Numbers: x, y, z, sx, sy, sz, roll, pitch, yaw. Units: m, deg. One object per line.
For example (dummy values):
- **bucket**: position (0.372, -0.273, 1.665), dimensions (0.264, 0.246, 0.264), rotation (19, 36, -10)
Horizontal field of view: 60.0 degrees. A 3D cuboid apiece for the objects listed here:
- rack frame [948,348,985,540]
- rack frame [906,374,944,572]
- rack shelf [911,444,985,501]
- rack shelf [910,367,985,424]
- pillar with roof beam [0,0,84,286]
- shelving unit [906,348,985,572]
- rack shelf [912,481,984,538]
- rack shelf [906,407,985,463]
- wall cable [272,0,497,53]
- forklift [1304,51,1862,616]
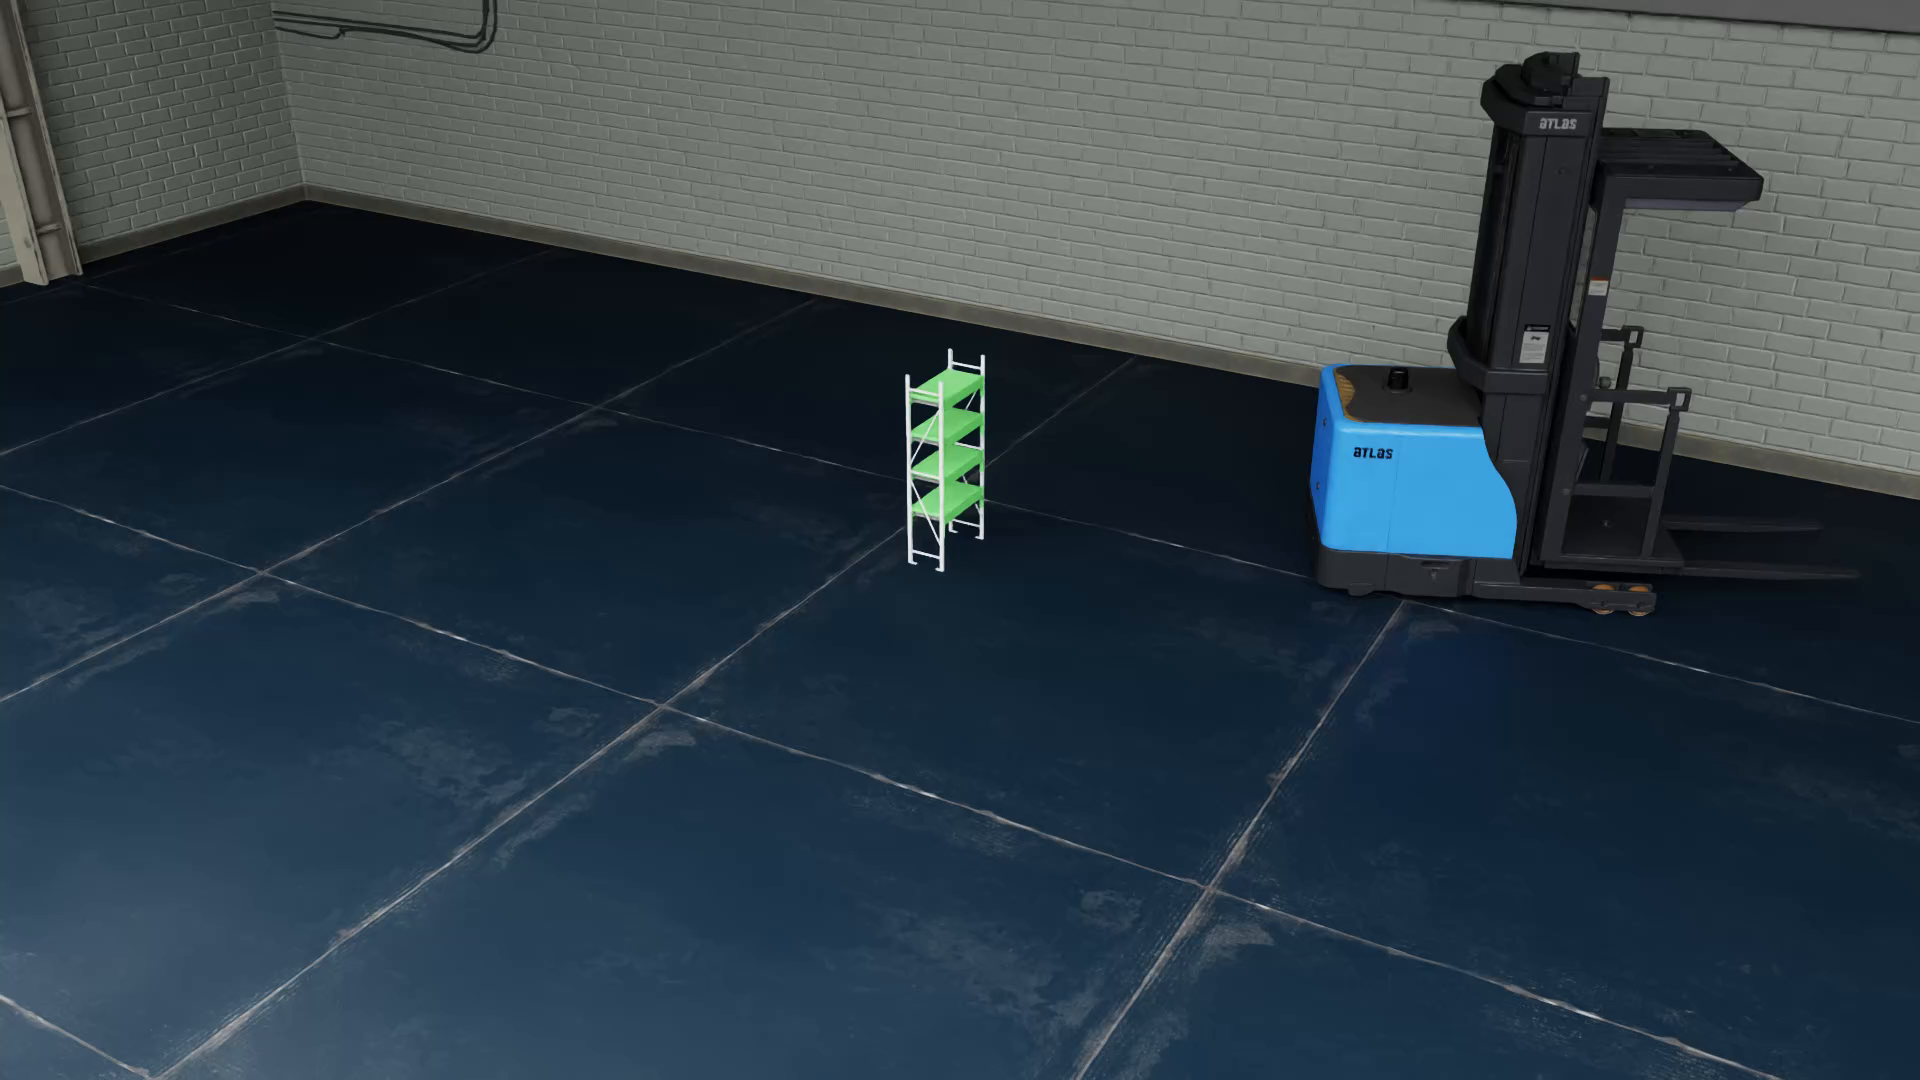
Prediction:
- **rack frame**: position (0.039, -0.567, 10.043), dimensions (0.240, 1.200, 0.015), rotation (14, 30, 26)
- **rack frame**: position (-0.201, -0.377, 9.663), dimensions (0.240, 1.200, 0.015), rotation (14, 30, 26)
- **rack shelf**: position (-0.081, -0.415, 9.881), dimensions (0.258, 0.148, 0.480), rotation (14, 30, 26)
- **rack shelf**: position (-0.081, -0.844, 9.666), dimensions (0.258, 0.148, 0.480), rotation (14, 30, 26)
- **pillar with roof beam**: position (-4.419, -5.443, 11.070), dimensions (9.100, 9.000, 0.400), rotation (14, 30, 26)
- **shelving unit**: position (-0.081, -0.472, 9.853), dimensions (0.258, 1.200, 0.503), rotation (14, 30, 26)
- **rack shelf**: position (-0.081, -0.200, 9.989), dimensions (0.258, 0.148, 0.480), rotation (14, 30, 26)
- **rack shelf**: position (-0.081, -0.629, 9.774), dimensions (0.258, 0.148, 0.480), rotation (14, 30, 26)
- **wall cable**: position (-5.567, -5.859, 15.371), dimensions (3.097, 2.526, 0.112), rotation (14, 30, 26)
- **forklift**: position (3.609, -1.132, 9.238), dimensions (3.031, 2.935, 1.130), rotation (3, 27, 6)
